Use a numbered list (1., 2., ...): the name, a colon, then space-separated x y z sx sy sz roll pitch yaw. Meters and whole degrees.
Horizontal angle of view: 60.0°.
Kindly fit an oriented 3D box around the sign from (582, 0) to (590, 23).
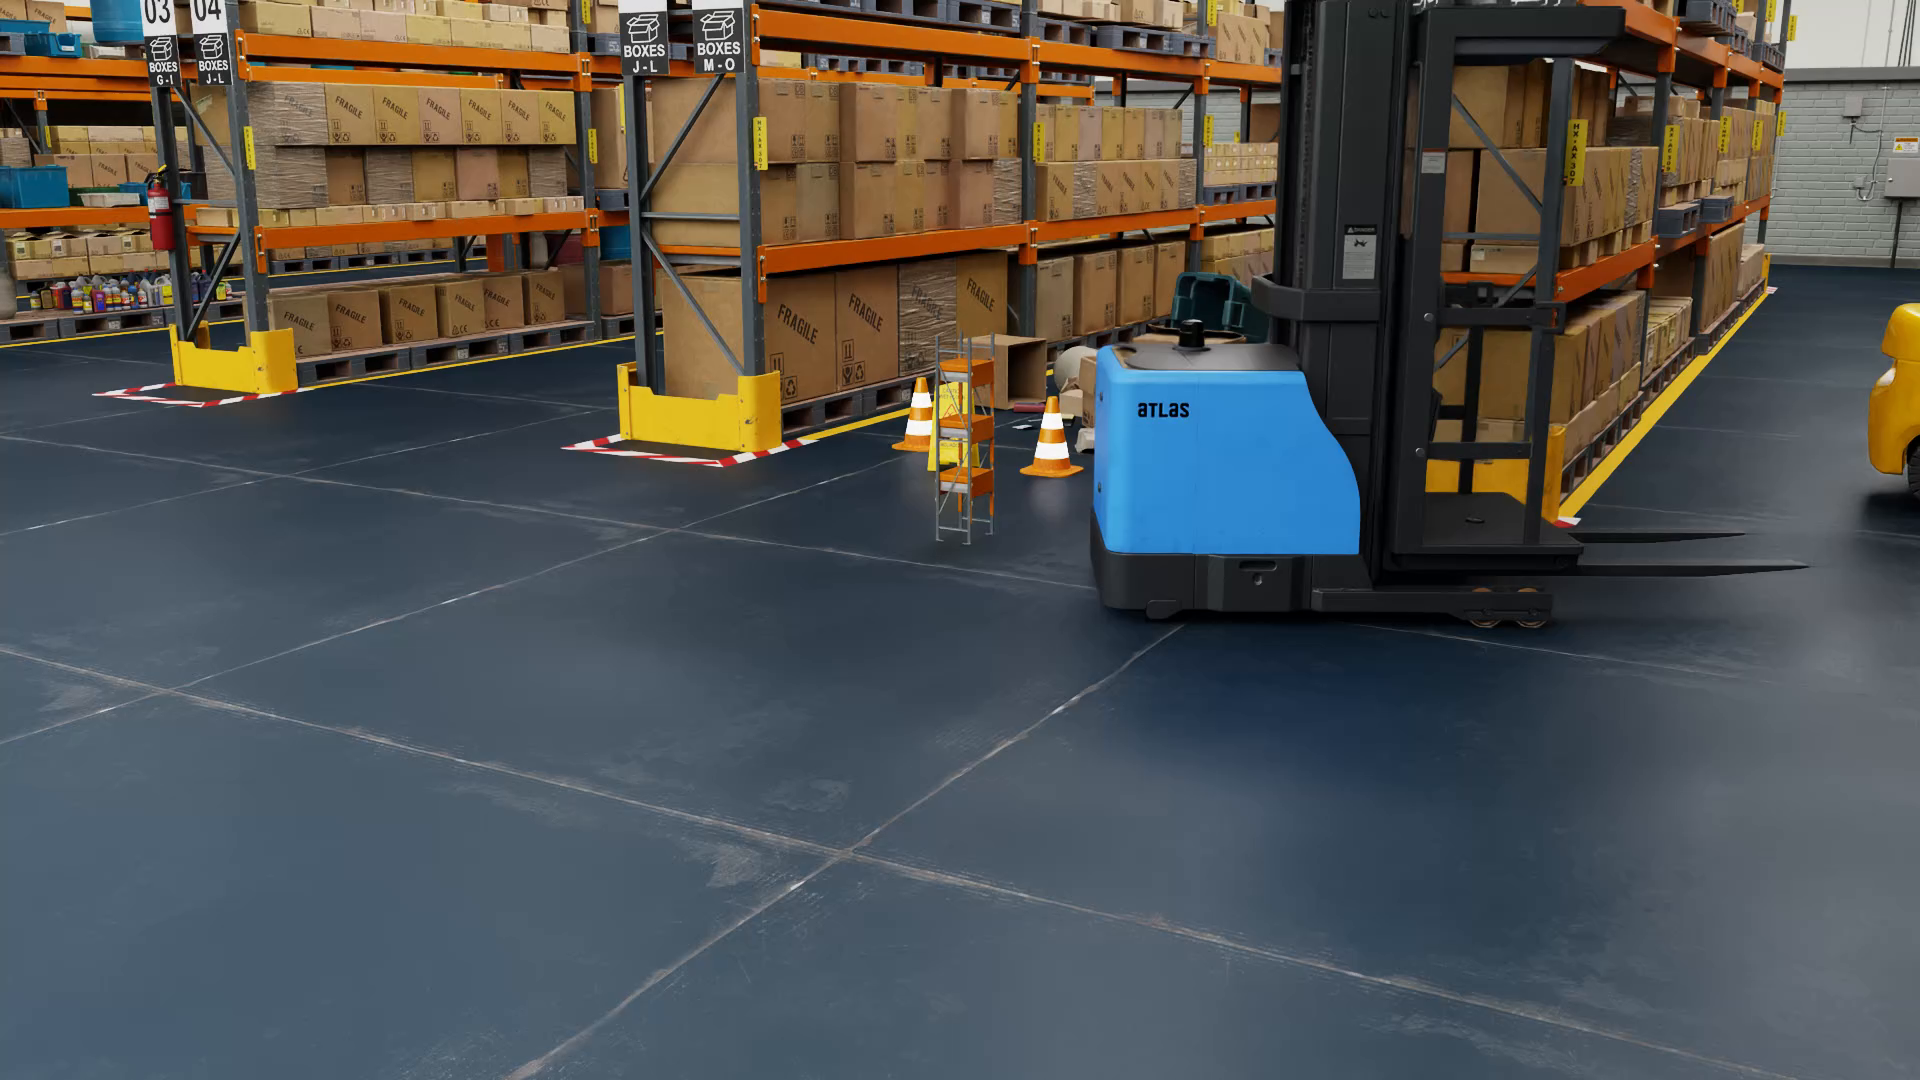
1. sign: -3.637 -5.186 16.143 0.100 0.325 0.005 7 15 28

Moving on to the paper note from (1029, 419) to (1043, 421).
1. paper note: 0.552 -0.874 12.139 0.123 0.001 0.032 -8 16 -30

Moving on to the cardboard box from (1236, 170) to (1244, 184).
1. cardboard box: 3.020 -4.147 18.973 0.380 0.149 0.250 8 16 30

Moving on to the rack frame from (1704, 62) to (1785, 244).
1. rack frame: 10.361 -4.876 22.359 1.000 3.000 0.127 7 15 28

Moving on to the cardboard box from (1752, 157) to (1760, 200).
1. cardboard box: 9.130 -4.273 19.646 0.500 0.500 0.500 7 15 28

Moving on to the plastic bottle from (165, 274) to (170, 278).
1. plastic bottle: -9.121 -2.903 19.046 0.152 0.276 0.135 8 16 30

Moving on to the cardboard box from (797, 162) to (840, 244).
1. cardboard box: -1.370 -2.403 11.781 0.875 0.550 0.550 7 15 28

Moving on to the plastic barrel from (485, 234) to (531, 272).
1. plastic barrel: -6.296 -4.170 23.165 0.600 0.830 0.708 7 15 28

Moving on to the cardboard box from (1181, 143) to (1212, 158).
1. cardboard box: 2.506 -4.220 18.008 0.380 0.149 0.250 7 15 28

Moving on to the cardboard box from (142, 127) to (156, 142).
1. cardboard box: -14.006 -6.991 28.642 0.500 0.250 0.500 7 15 27

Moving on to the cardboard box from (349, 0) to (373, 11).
1. cardboard box: -5.174 -4.531 13.996 0.380 0.149 0.250 7 15 28

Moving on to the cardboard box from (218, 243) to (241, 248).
1. cardboard box: -10.890 -4.485 24.513 0.500 0.311 0.500 8 16 30

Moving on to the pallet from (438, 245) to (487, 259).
1. pallet: -8.585 -5.086 29.182 1.003 0.211 1.213 7 15 28

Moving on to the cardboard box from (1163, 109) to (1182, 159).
1. cardboard box: 1.885 -4.219 17.285 0.700 0.500 0.500 7 15 28

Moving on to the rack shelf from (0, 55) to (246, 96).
1. rack shelf: -9.418 -4.796 17.162 1.077 0.370 4.000 7 15 28

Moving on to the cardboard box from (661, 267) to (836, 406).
1. cardboard box: -1.486 -1.451 11.791 0.875 0.875 0.875 7 15 28

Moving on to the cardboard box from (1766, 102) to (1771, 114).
1. cardboard box: 10.052 -5.465 21.073 0.380 0.149 0.250 8 16 29

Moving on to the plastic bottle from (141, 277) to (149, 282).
1. plastic bottle: -9.169 -2.824 18.728 0.097 0.271 0.097 0 14 0

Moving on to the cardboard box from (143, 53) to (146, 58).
1. cardboard box: -11.546 -6.745 23.135 0.500 0.250 0.500 7 15 27

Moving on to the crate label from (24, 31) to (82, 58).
1. crate label: -9.191 -5.010 16.831 0.502 0.251 0.408 7 15 28

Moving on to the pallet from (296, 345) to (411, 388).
1. pallet: -5.589 -1.539 14.466 1.003 0.211 1.213 7 15 28

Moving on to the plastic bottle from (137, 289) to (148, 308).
1. plastic bottle: -8.874 -2.621 18.037 0.097 0.201 0.097 0 14 0

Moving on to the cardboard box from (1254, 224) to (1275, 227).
1. cardboard box: 3.906 -3.768 20.598 0.500 0.250 0.500 7 15 27

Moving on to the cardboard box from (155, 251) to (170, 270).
1. cardboard box: -11.384 -4.004 23.711 0.500 0.250 0.500 8 16 29

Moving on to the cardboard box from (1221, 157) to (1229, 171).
1. cardboard box: 2.776 -4.189 18.514 0.380 0.149 0.250 7 15 26

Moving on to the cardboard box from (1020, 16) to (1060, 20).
1. cardboard box: 0.582 -4.870 15.146 0.500 0.250 0.500 7 15 28

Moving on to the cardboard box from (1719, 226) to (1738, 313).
1. cardboard box: 7.767 -2.904 17.817 0.875 0.875 0.875 8 16 30

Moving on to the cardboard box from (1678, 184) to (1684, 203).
1. cardboard box: 5.584 -2.789 13.343 0.380 0.149 0.250 8 15 28

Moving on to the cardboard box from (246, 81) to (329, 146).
1. cardboard box: -5.545 -3.477 13.576 0.500 0.500 0.500 7 15 28

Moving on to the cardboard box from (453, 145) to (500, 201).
1. cardboard box: -4.813 -3.432 15.522 0.875 0.500 0.500 7 15 28

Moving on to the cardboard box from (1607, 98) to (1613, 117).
1. cardboard box: 4.907 -3.390 13.066 0.380 0.149 0.250 7 15 26

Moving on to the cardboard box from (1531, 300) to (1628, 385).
1. cardboard box: 4.019 -1.285 10.834 0.500 0.500 0.500 8 16 31

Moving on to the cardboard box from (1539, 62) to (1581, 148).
1. cardboard box: 3.452 -2.708 10.385 0.700 0.500 0.500 7 15 28

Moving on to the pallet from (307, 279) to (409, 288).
1. pallet: -7.517 -3.159 21.187 1.003 0.211 1.213 7 15 28

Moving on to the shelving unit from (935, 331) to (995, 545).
1. shelving unit: 0.026 -0.521 8.456 0.215 1.050 0.252 7 15 28

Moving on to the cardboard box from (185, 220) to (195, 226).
1. cardboard box: -13.884 -5.690 29.426 0.750 0.750 0.750 8 16 30

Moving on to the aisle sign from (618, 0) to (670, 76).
1. aisle sign: -2.053 -3.417 10.759 0.394 0.787 0.004 7 15 28

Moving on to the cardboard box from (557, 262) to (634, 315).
1. cardboard box: -3.800 -2.659 17.558 0.700 0.500 0.500 6 15 24

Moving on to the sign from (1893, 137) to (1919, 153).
1. sign: 14.886 -6.218 26.162 0.339 0.242 0.001 7 15 28

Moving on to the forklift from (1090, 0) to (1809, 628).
1. forklift: 2.128 -1.180 7.173 3.031 2.935 1.130 0 14 1

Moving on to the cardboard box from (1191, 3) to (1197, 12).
1. cardboard box: 2.683 -6.032 18.909 0.396 0.266 0.258 7 15 28

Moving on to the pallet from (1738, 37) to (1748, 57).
1. pallet: 7.296 -4.969 16.747 1.003 0.211 1.213 8 16 31

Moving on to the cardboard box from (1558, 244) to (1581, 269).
1. cardboard box: 3.280 -1.616 9.373 0.380 0.149 0.250 7 15 26

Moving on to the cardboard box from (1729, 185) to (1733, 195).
1. cardboard box: 7.677 -3.550 17.177 0.500 0.250 0.500 7 15 28

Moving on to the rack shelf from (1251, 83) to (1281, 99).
1. rack shelf: 5.012 -6.114 22.630 1.077 0.370 4.000 7 15 28

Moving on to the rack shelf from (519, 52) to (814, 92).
1. rack shelf: -3.149 -5.056 18.239 1.077 0.370 4.000 7 15 28

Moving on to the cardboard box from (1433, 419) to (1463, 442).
1. cardboard box: 2.793 -0.662 9.851 0.500 0.250 0.500 7 15 28

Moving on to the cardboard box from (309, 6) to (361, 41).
1. cardboard box: -5.346 -4.278 13.796 0.500 0.250 0.500 7 15 27

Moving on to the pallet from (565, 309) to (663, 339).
1. pallet: -3.740 -2.341 17.794 1.003 0.211 1.213 7 15 28

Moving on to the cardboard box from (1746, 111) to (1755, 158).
1. cardboard box: 8.431 -4.470 18.328 0.500 0.500 0.500 8 16 30

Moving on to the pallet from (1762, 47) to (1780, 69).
1. pallet: 9.422 -5.886 20.339 1.003 0.211 1.213 7 15 28

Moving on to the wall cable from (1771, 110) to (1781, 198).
1. wall cable: 13.066 -6.545 27.046 0.585 1.953 0.123 7 15 28

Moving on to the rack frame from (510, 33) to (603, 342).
1. rack frame: -4.115 -3.537 16.804 1.000 3.000 0.127 7 15 28

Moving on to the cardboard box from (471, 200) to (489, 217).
1. cardboard box: -4.610 -3.086 15.472 0.380 0.149 0.250 7 15 28
